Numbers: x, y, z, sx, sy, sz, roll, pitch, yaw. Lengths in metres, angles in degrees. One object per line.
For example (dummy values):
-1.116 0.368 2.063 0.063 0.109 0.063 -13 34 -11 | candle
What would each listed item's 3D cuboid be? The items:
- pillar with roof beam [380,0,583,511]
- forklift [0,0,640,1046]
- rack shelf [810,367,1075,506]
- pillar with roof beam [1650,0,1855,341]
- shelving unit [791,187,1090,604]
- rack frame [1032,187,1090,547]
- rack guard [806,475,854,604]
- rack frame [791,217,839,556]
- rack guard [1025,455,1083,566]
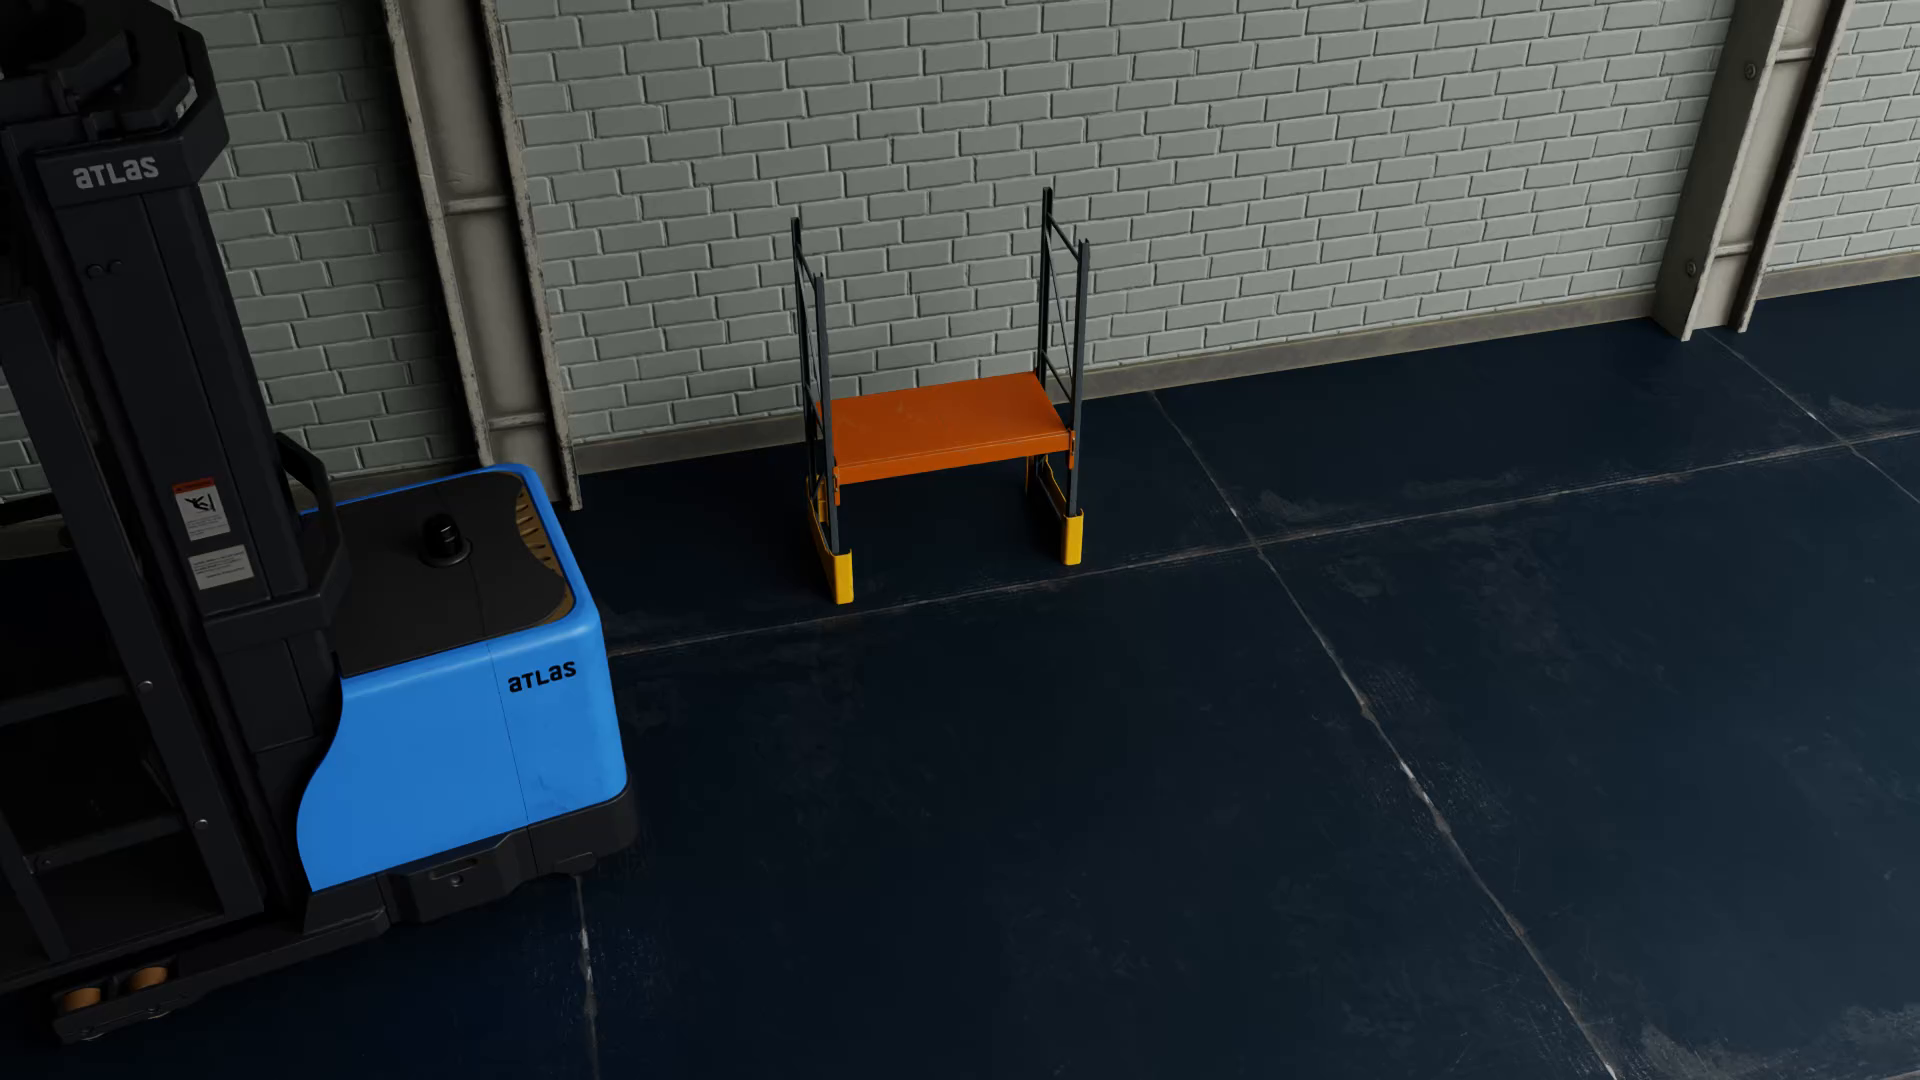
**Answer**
-0.796 -1.246 1.473 0.400 9.000 9.100 -9 38 -12 | pillar with roof beam
-2.680 0.033 4.795 3.031 2.935 1.130 -16 40 -19 | forklift
-0.082 -0.439 6.886 1.000 0.185 0.538 -9 38 -12 | rack shelf
4.997 -2.197 2.715 0.400 9.000 9.100 -9 38 -12 | pillar with roof beam
-0.074 -0.584 6.779 1.083 1.500 0.587 -9 38 -12 | shelving unit
0.408 -0.663 6.882 0.032 1.500 0.500 -9 38 -12 | rack frame
-0.554 -0.008 7.055 0.087 0.250 0.587 -9 38 -12 | rack guard
-0.573 -0.502 6.671 0.032 1.500 0.500 -9 38 -12 | rack frame
0.407 -0.166 7.261 0.087 0.250 0.587 -9 38 -12 | rack guard
